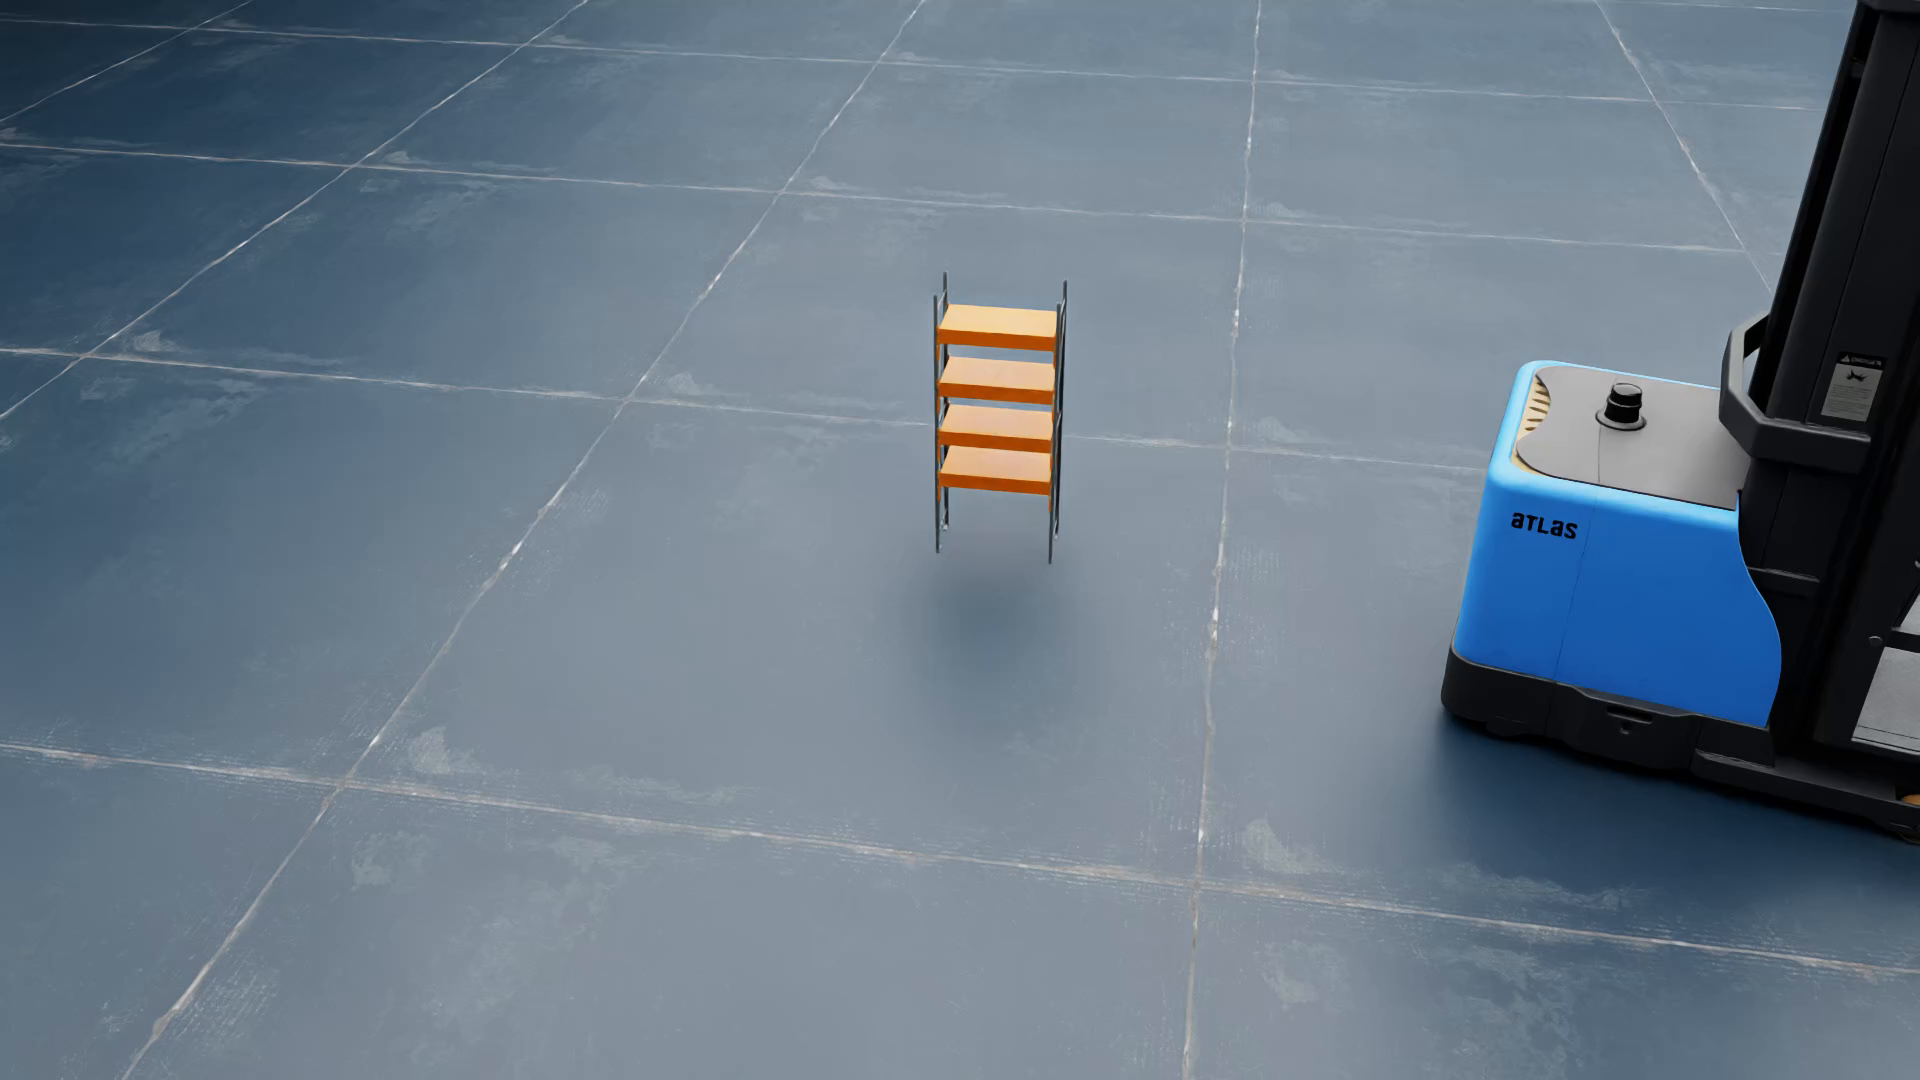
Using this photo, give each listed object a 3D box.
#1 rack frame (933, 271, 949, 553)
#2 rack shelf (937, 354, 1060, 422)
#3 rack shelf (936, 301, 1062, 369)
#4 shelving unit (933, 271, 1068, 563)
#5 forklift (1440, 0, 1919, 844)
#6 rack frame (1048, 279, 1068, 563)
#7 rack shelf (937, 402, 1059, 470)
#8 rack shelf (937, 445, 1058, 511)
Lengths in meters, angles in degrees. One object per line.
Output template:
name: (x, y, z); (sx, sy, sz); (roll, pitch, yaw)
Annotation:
rack frame: (-0.077, -0.516, 6.943); (0.015, 1.200, 0.240); (5, 32, 8)
rack shelf: (0.163, -0.626, 6.825); (0.480, 0.148, 0.258); (5, 32, 8)
rack shelf: (0.163, -0.827, 6.700); (0.480, 0.148, 0.258); (5, 32, 8)
shelving unit: (0.163, -0.494, 6.908); (0.503, 1.200, 0.258); (5, 32, 8)
forklift: (3.349, -0.498, 5.284); (3.031, 2.935, 1.130); (13, 34, 19)
rack frame: (0.404, -0.472, 6.873); (0.015, 1.200, 0.240); (5, 32, 8)
rack shelf: (0.163, -0.437, 6.944); (0.480, 0.148, 0.258); (5, 32, 8)
rack shelf: (0.163, -0.268, 7.049); (0.480, 0.148, 0.258); (5, 32, 8)
